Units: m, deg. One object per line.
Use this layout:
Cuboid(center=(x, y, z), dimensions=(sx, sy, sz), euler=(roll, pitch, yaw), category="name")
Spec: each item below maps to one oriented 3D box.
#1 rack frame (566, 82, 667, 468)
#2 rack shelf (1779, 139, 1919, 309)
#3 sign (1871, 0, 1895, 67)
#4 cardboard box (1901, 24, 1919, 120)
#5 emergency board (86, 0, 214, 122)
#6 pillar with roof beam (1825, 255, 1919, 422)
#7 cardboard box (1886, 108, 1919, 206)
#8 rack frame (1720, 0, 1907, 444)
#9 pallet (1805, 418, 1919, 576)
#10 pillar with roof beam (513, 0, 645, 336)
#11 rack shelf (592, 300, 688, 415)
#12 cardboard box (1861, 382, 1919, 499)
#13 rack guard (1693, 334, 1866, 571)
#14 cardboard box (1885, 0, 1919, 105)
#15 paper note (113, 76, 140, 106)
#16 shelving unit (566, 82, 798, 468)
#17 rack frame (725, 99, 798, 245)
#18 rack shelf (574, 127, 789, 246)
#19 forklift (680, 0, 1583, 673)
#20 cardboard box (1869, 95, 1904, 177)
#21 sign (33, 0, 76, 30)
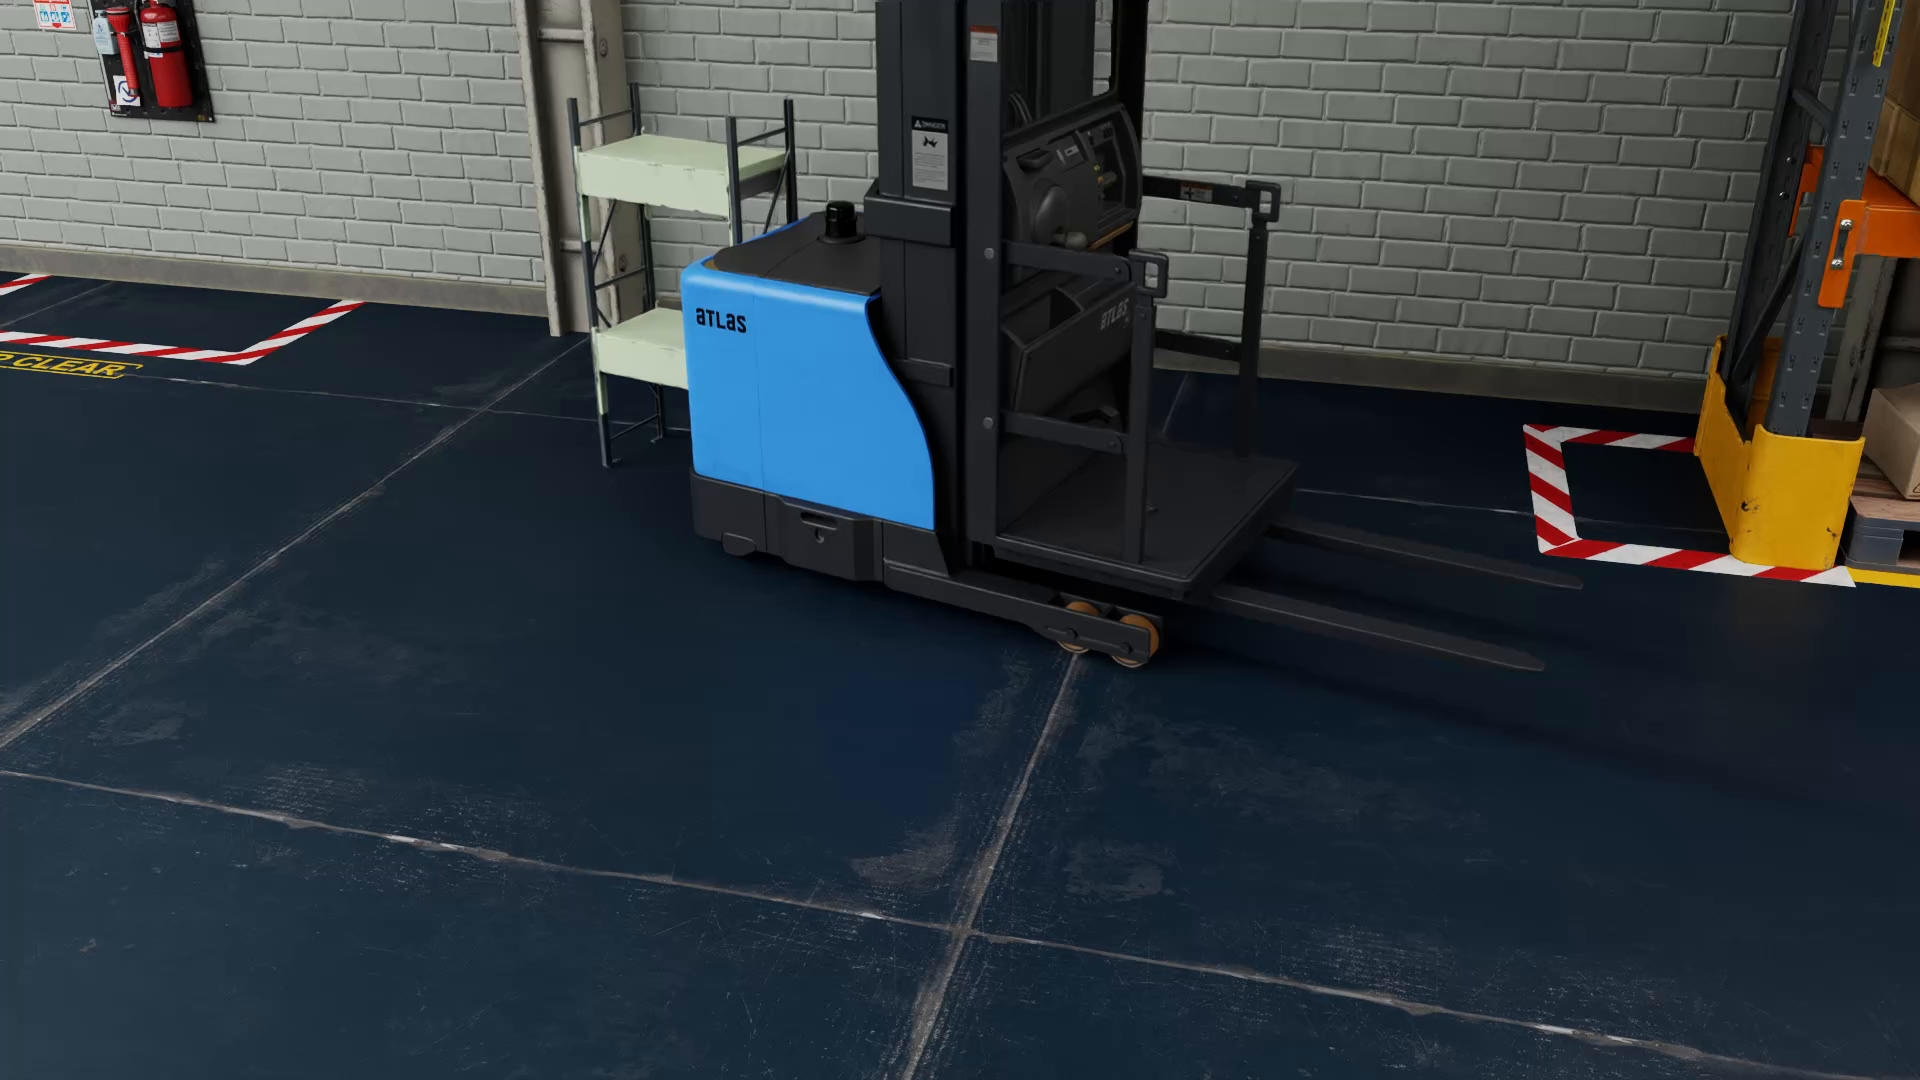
Cuboid(center=(-1.372, -1.052, 6.716), dimensions=(0.023, 1.500, 0.400), euler=(13, 29, 26), category="rack frame")
Cuboid(center=(5.007, -0.967, 5.628), dimensions=(4.000, 0.370, 1.077), euler=(6, 26, 13), category="rack shelf")
Cuboid(center=(2.935, -1.671, 5.263), dimensions=(0.005, 0.325, 0.100), euler=(6, 26, 13), category="sign")
Cuboid(center=(3.458, -1.609, 5.420), dimensions=(0.500, 0.500, 0.500), euler=(6, 26, 13), category="cardboard box")
Cuboid(center=(-4.231, -2.714, 8.461), dimensions=(0.643, 1.169, 0.194), euler=(6, 26, 13), category="emergency board")
Cuboid(center=(2.891, -2.707, 1.468), dimensions=(0.400, 9.000, 9.100), euler=(6, 26, 13), category="pillar with roof beam")
Cuboid(center=(3.464, -1.263, 5.564), dimensions=(0.500, 0.250, 0.500), euler=(6, 26, 11), category="cardboard box")
Cuboid(center=(3.070, -1.506, 5.923), dimensions=(0.127, 3.000, 1.000), euler=(6, 26, 13), category="rack frame")
Cuboid(center=(3.922, -0.137, 6.292), dimensions=(1.213, 0.211, 1.003), euler=(6, 26, 13), category="pallet")
Cuboid(center=(-2.920, -3.350, 2.817), dimensions=(0.400, 9.000, 9.100), euler=(6, 26, 13), category="pillar with roof beam")
Cuboid(center=(-1.051, -0.682, 6.697), dimensions=(0.720, 0.370, 0.431), euler=(13, 29, 26), category="rack shelf")
Cuboid(center=(3.718, -0.379, 6.172), dimensions=(0.500, 0.311, 0.500), euler=(3, 26, 7), category="cardboard box")
Cuboid(center=(3.144, -0.369, 6.444), dimensions=(0.348, 0.500, 1.175), euler=(6, 26, 13), category="rack guard")
Cuboid(center=(3.580, -1.824, 5.870), dimensions=(0.500, 0.500, 0.500), euler=(6, 26, 12), category="cardboard box")
Cuboid(center=(-4.386, -2.364, 8.750), dimensions=(0.142, 0.148, 0.016), euler=(6, 26, 13), category="paper note")
Cuboid(center=(-1.051, -0.977, 6.557), dimensions=(0.755, 1.500, 0.431), euler=(13, 29, 26), category="shelving unit")
Cuboid(center=(-0.731, -0.901, 6.397), dimensions=(0.023, 1.500, 0.400), euler=(13, 29, 26), category="rack frame")
Cuboid(center=(-1.051, -1.329, 6.389), dimensions=(0.720, 0.370, 0.431), euler=(13, 29, 26), category="rack shelf")
Cuboid(center=(0.554, -1.172, 5.302), dimensions=(3.031, 2.935, 1.130), euler=(13, 29, 26), category="forklift")
Cuboid(center=(3.571, -1.478, 6.016), dimensions=(0.500, 0.250, 0.500), euler=(7, 26, 14), category="cardboard box")
Cuboid(center=(-4.741, -2.832, 8.667), dimensions=(0.234, 0.329, 0.001), euler=(6, 26, 13), category="sign")
